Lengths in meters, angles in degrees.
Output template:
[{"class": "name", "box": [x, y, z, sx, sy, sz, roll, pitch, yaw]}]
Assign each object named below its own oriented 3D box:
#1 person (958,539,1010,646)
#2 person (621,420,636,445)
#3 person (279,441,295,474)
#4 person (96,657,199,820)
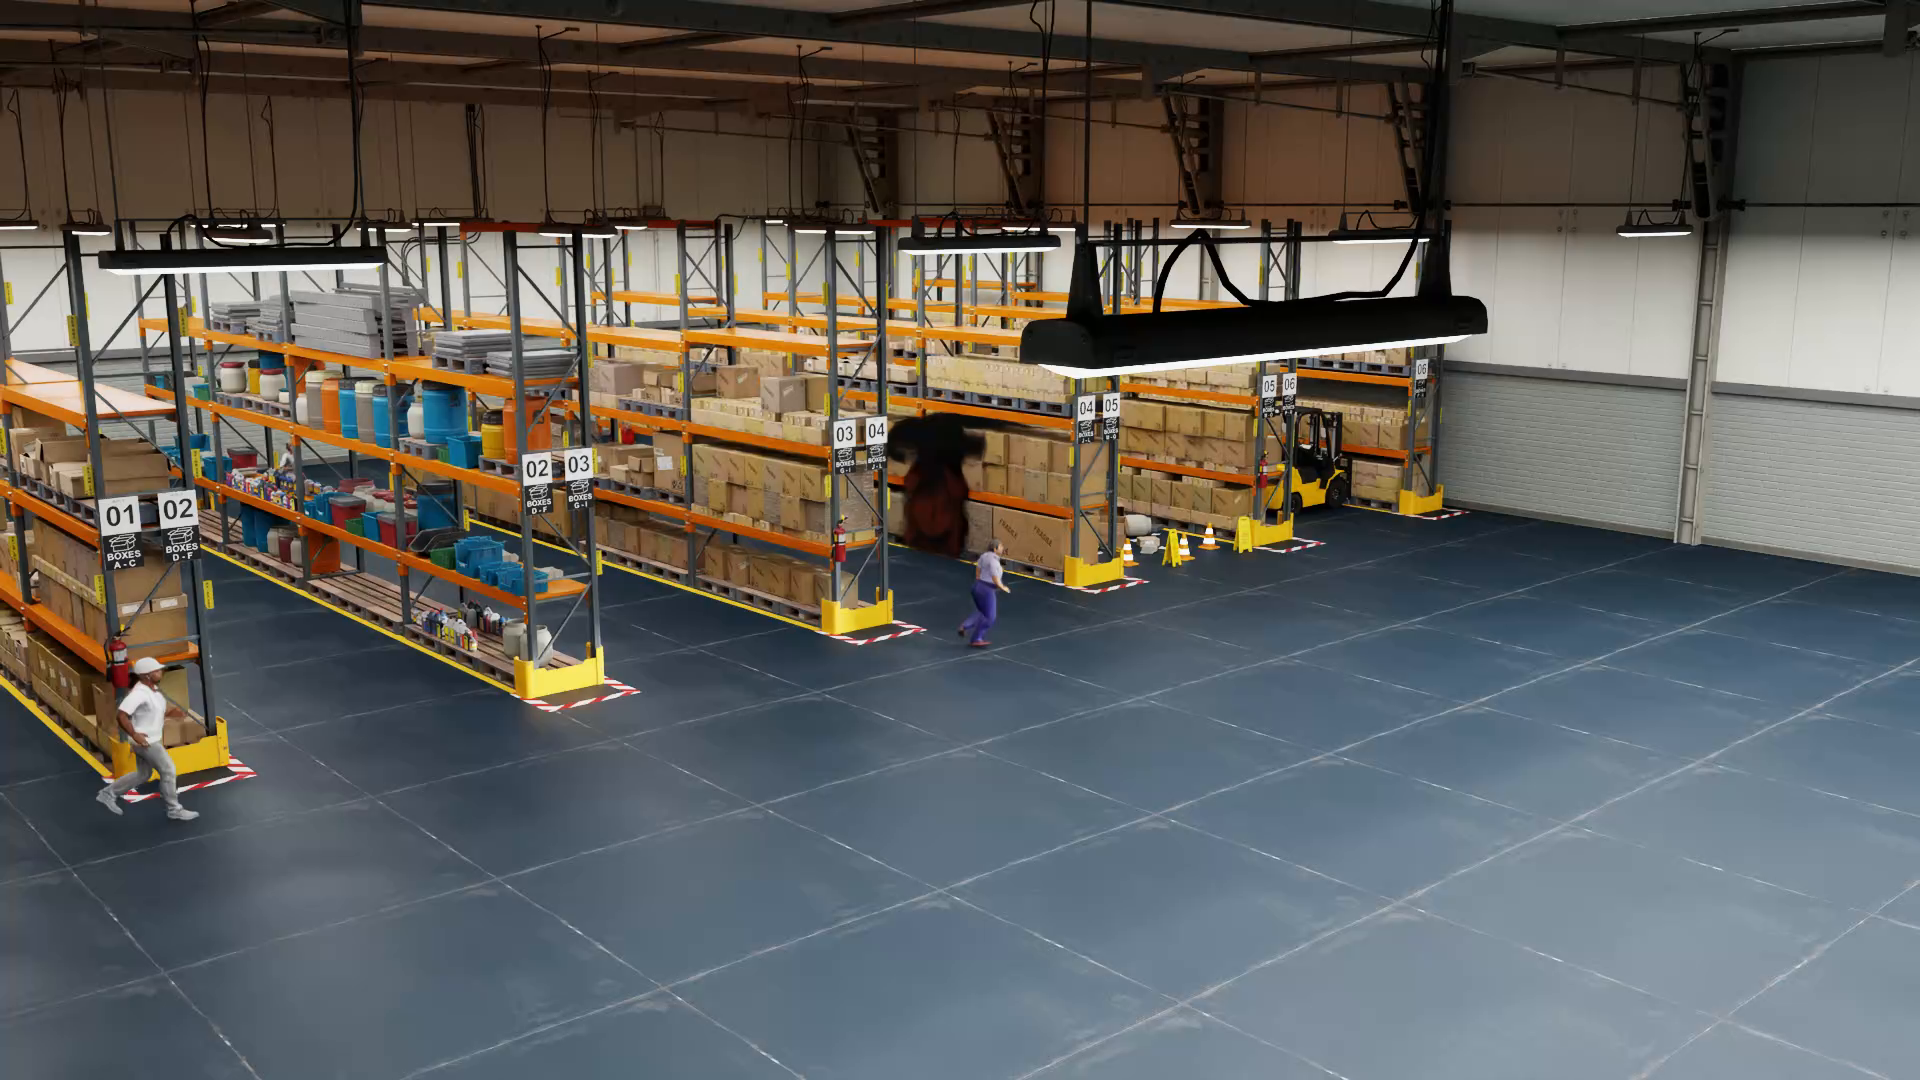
[{"class": "person", "box": [0.351, 0.849, 24.165, 0.738, 1.387, 0.588, -4, 12, -20]}, {"class": "person", "box": [-7.428, -1.893, 36.830, 0.574, 1.581, 0.676, 9, 14, 37]}, {"class": "person", "box": [-13.606, -1.212, 33.818, 0.818, 1.614, 0.527, 7, 14, 33]}, {"class": "person", "box": [-8.454, 2.080, 17.161, 0.963, 1.760, 0.674, -4, 12, -21]}]
